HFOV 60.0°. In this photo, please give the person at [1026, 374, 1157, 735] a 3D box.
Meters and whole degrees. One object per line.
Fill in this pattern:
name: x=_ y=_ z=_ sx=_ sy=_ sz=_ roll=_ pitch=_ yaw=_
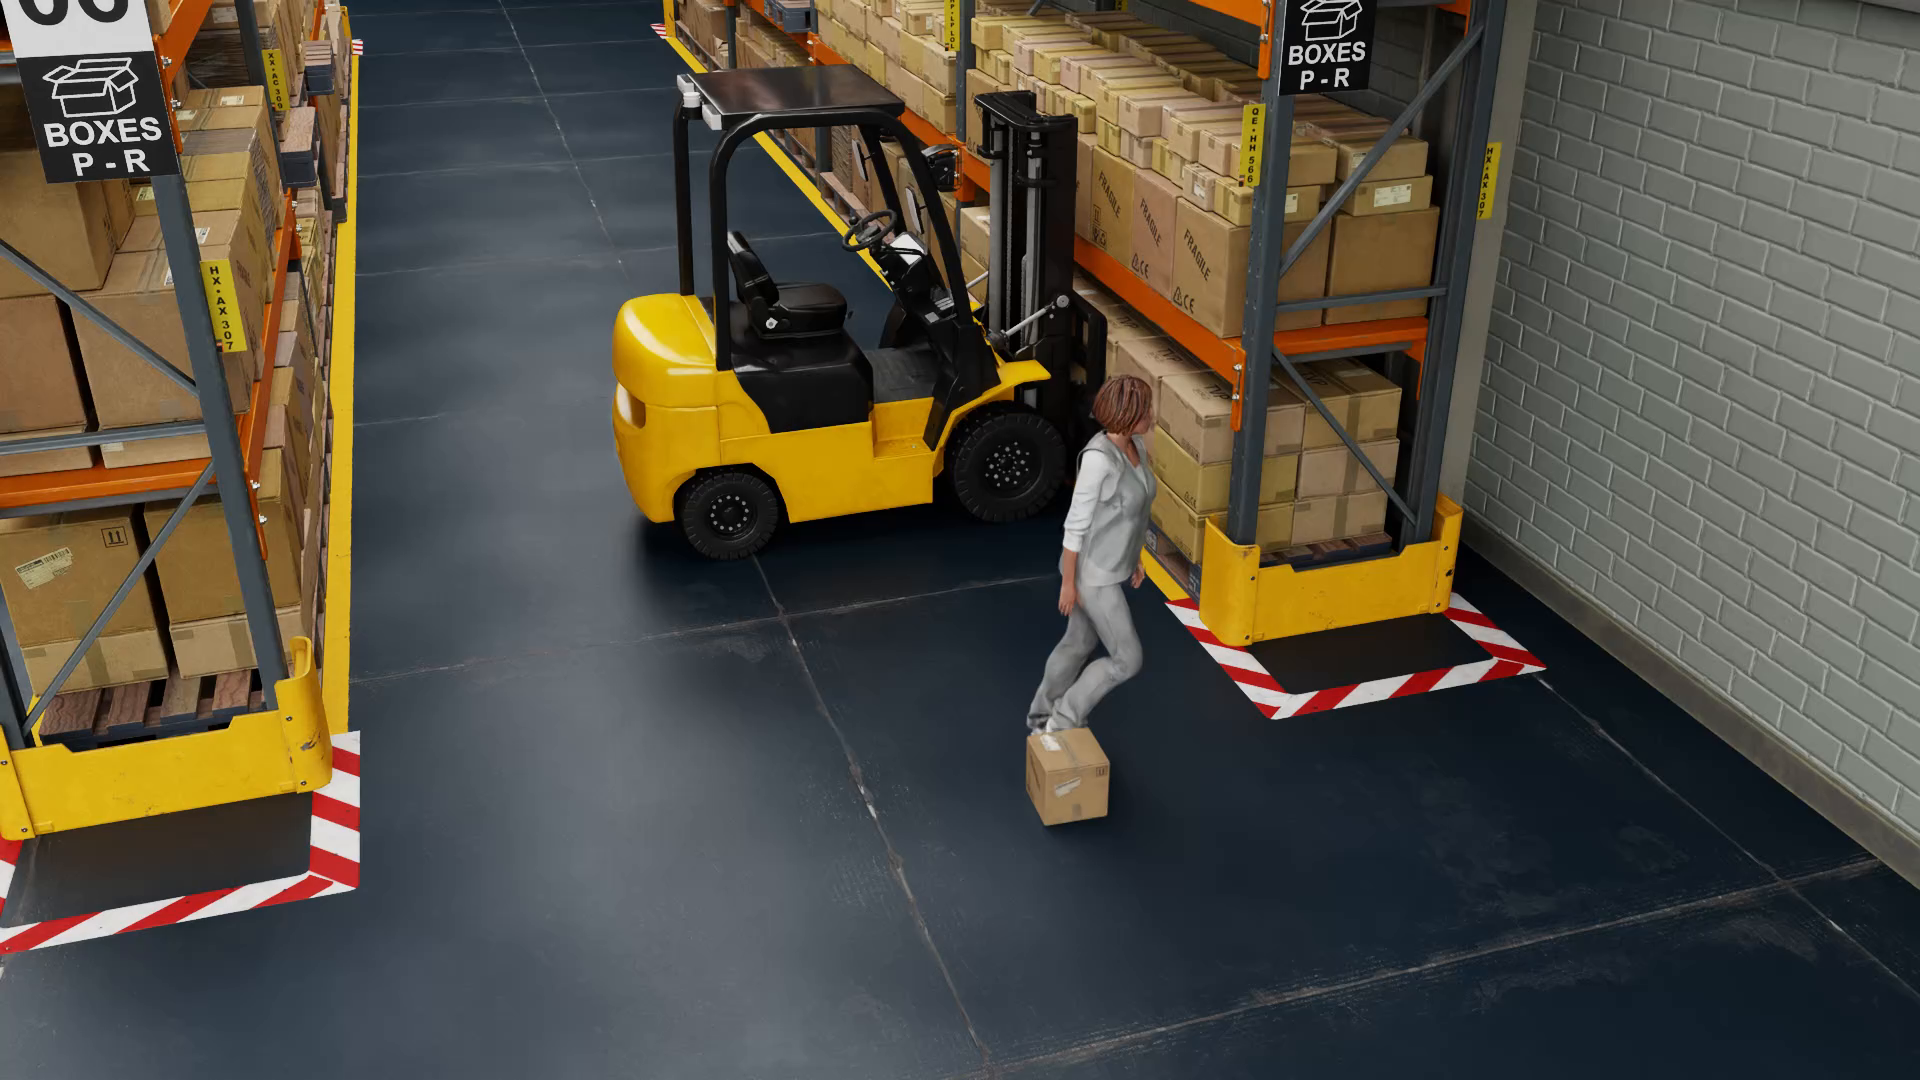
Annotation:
person: x=0.503 y=0.125 z=6.330 sx=0.474 sy=1.583 sz=0.513 roll=9 pitch=28 yaw=17
